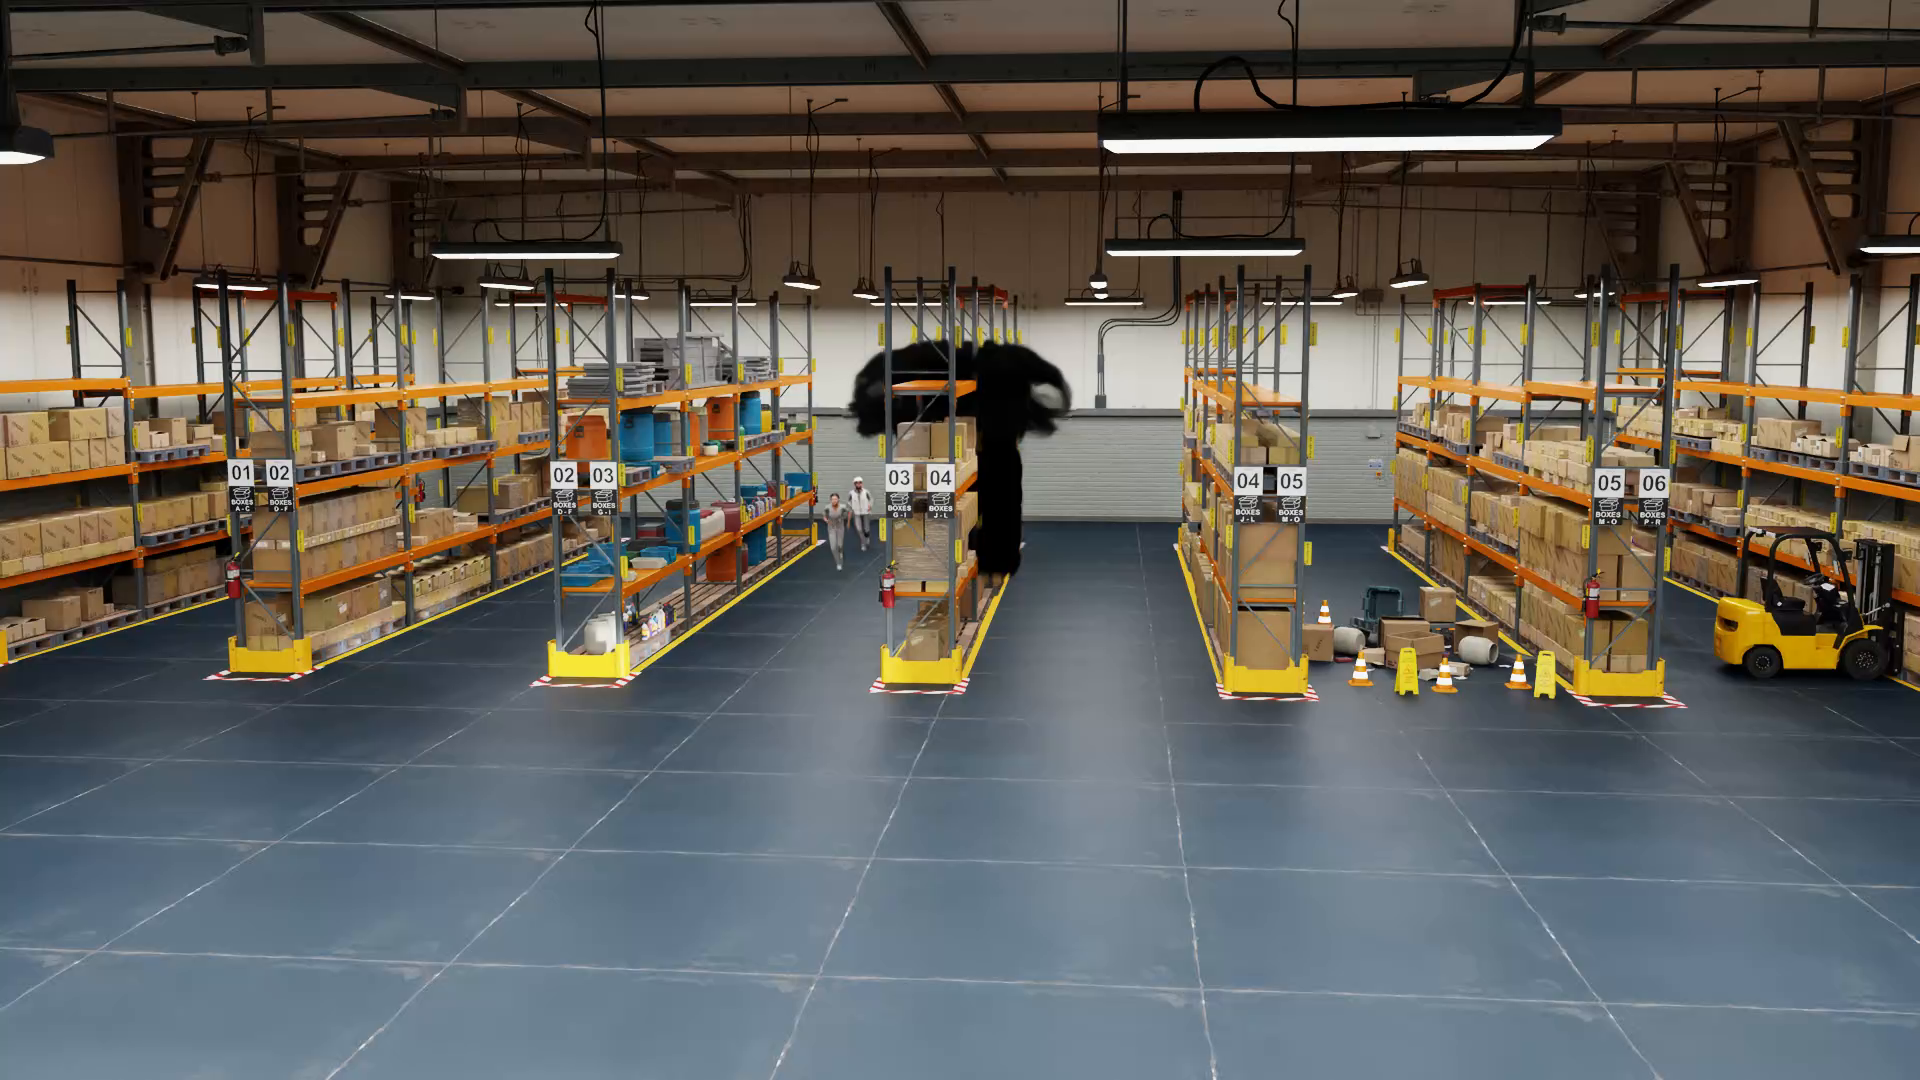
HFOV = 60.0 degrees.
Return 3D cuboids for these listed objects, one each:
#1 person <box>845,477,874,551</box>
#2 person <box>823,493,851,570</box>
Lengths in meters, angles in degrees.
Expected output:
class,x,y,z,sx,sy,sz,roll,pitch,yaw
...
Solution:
class,x,y,z,sx,sy,sz,roll,pitch,yaw
person,-2.380,-0.631,39.421,0.678,1.740,0.669,-1,7,-5
person,-2.516,-0.178,33.958,0.554,1.581,0.686,1,7,4
